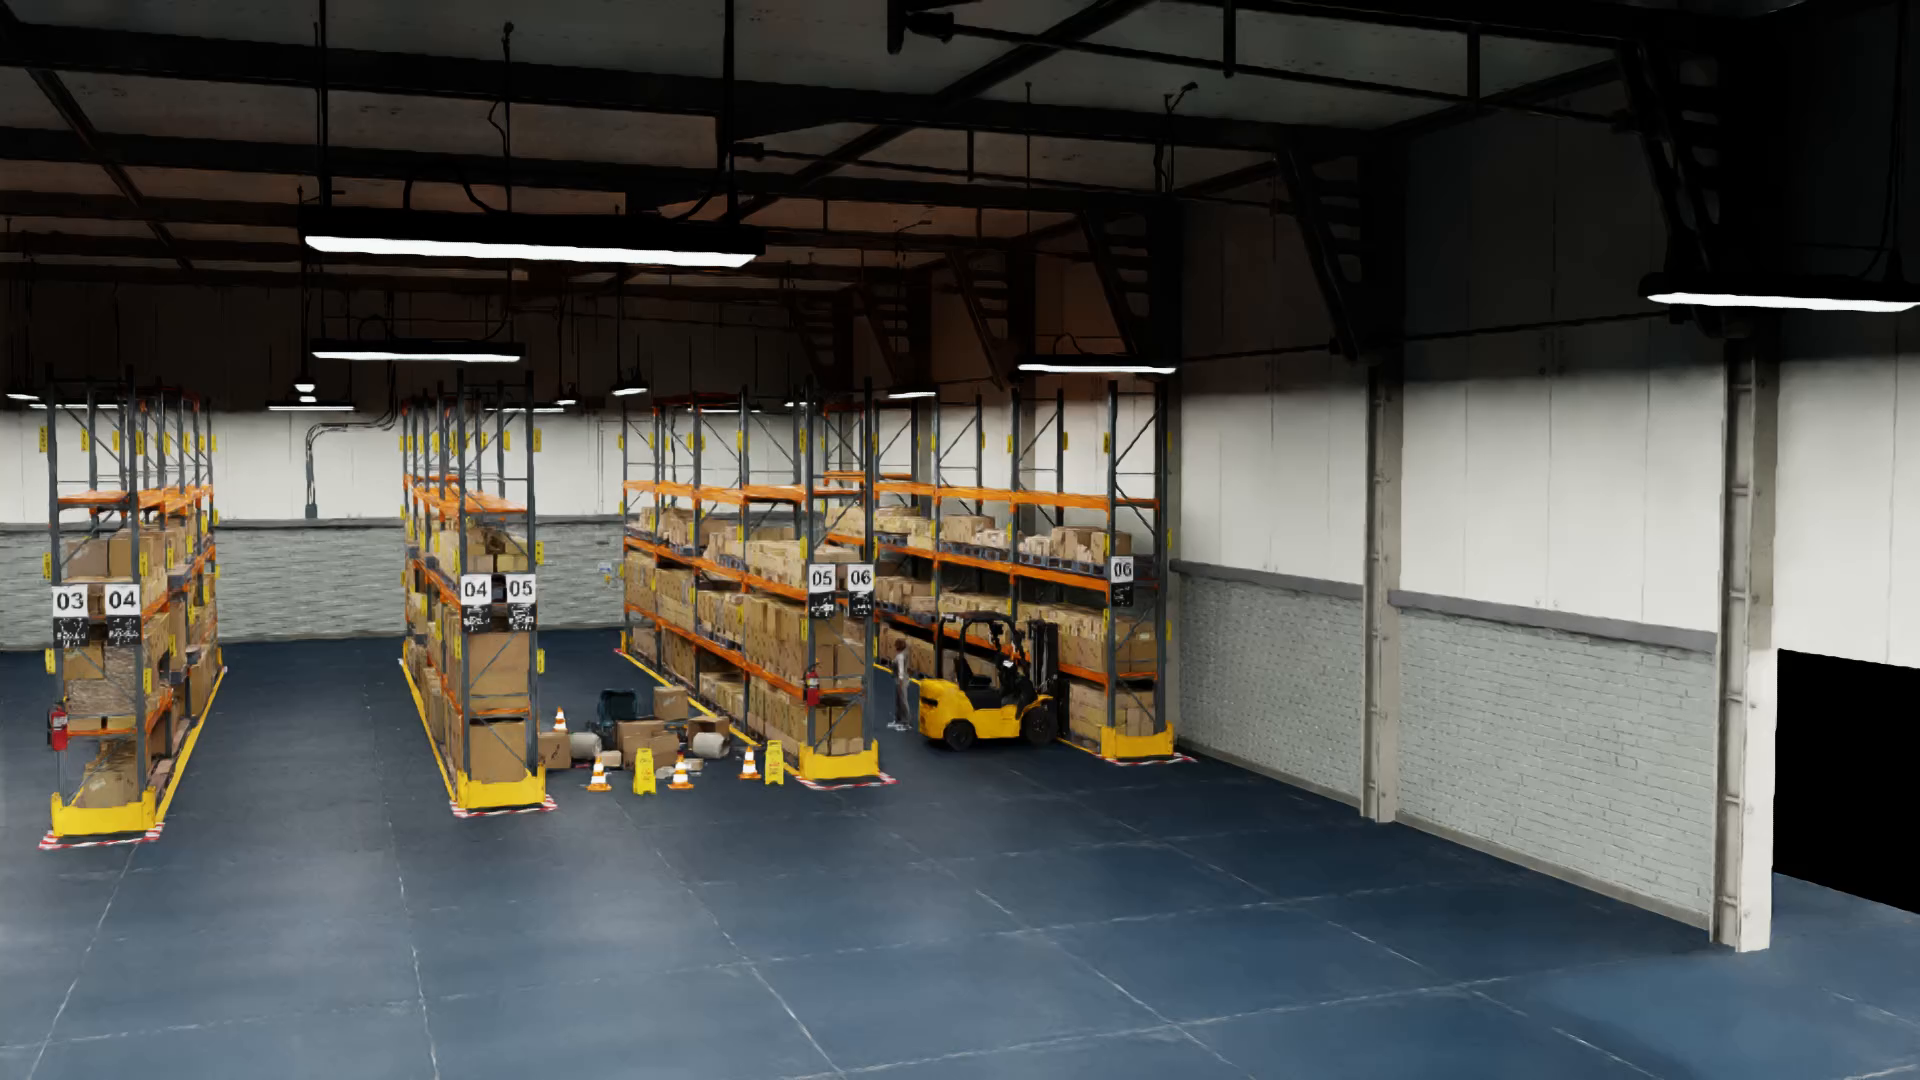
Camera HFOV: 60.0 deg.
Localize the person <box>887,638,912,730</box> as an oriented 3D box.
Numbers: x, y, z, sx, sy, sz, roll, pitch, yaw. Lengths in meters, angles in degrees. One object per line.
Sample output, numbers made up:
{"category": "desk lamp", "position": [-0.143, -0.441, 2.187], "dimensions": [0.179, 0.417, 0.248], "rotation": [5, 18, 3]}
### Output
{"category": "person", "position": [-1.053, 2.498, 28.974], "dimensions": [0.450, 1.599, 0.467], "rotation": [0, 3, 3]}
